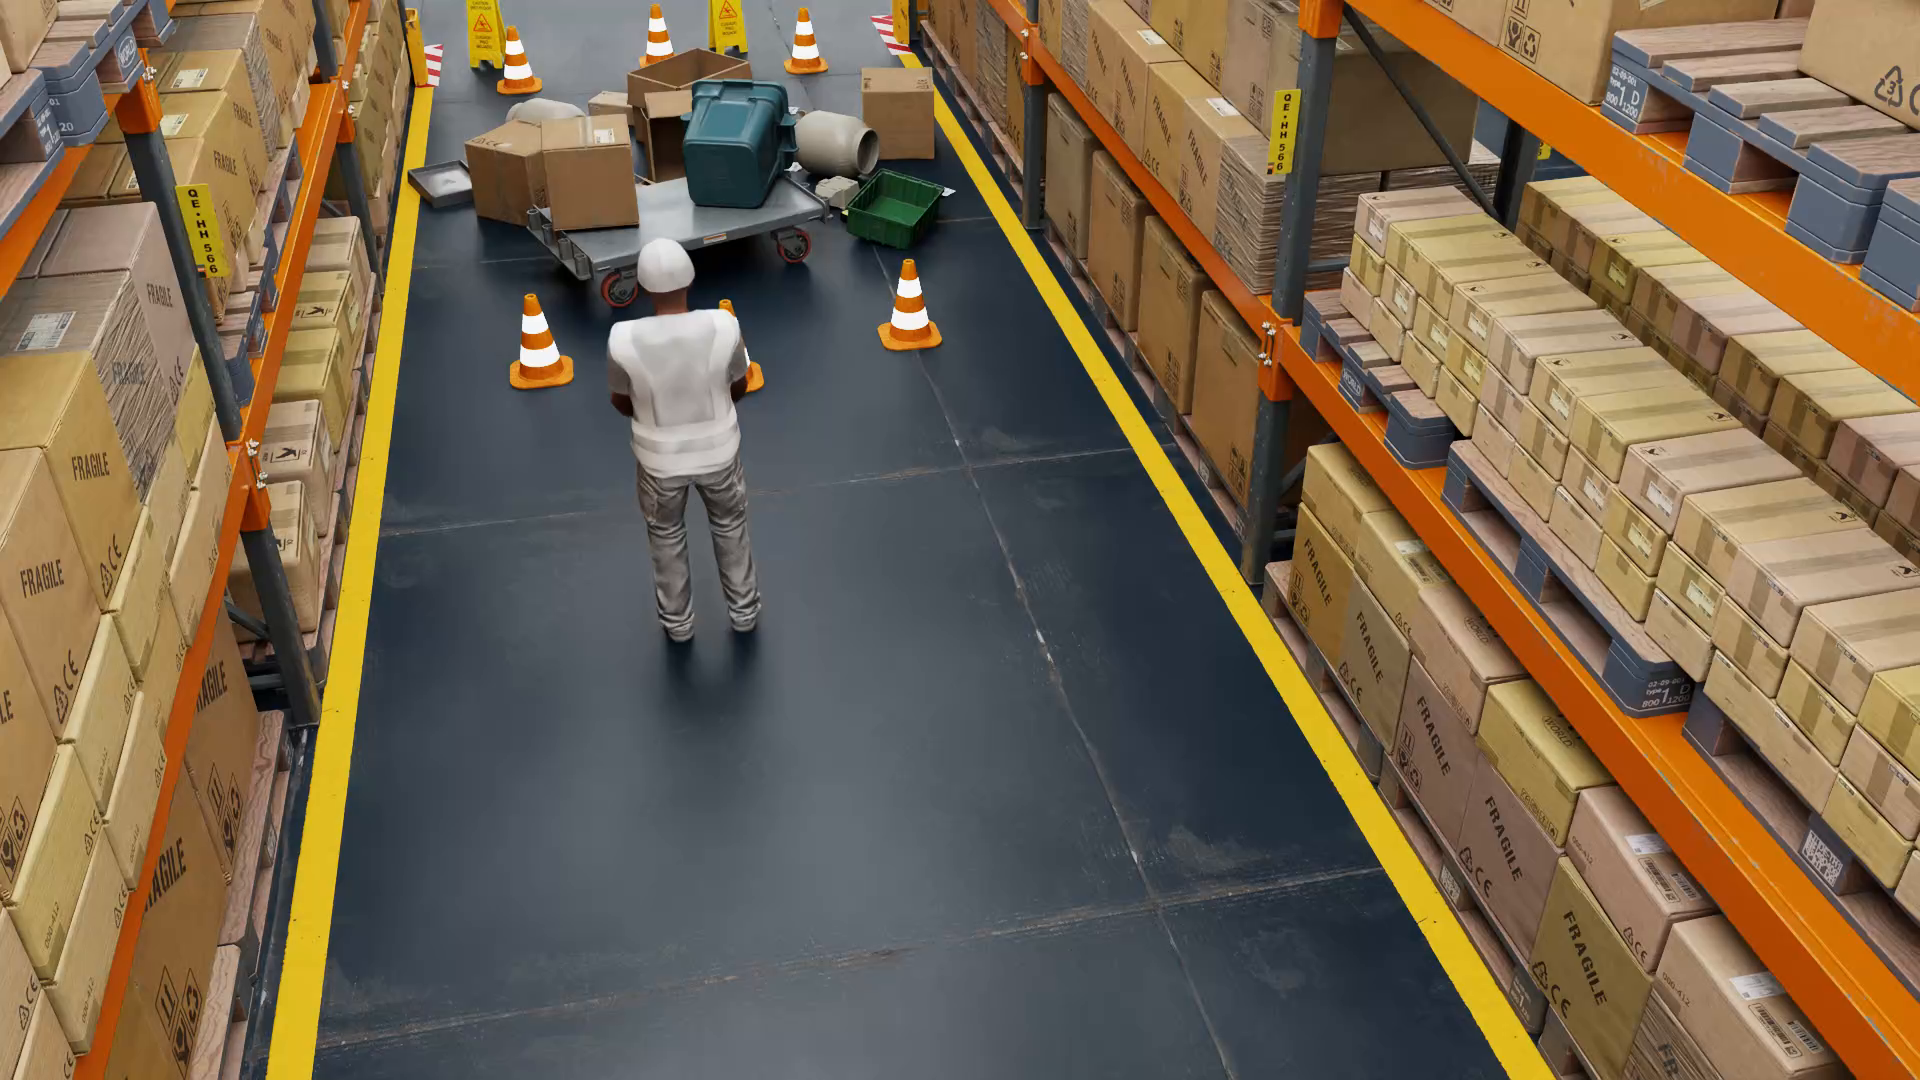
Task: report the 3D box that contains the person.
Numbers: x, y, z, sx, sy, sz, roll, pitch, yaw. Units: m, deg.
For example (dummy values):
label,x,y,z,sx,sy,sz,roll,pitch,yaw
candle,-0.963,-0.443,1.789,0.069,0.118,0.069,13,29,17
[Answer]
label,x,y,z,sx,sy,sz,roll,pitch,yaw
person,-1.112,-0.402,6.716,0.546,1.788,0.509,-8,35,-11
